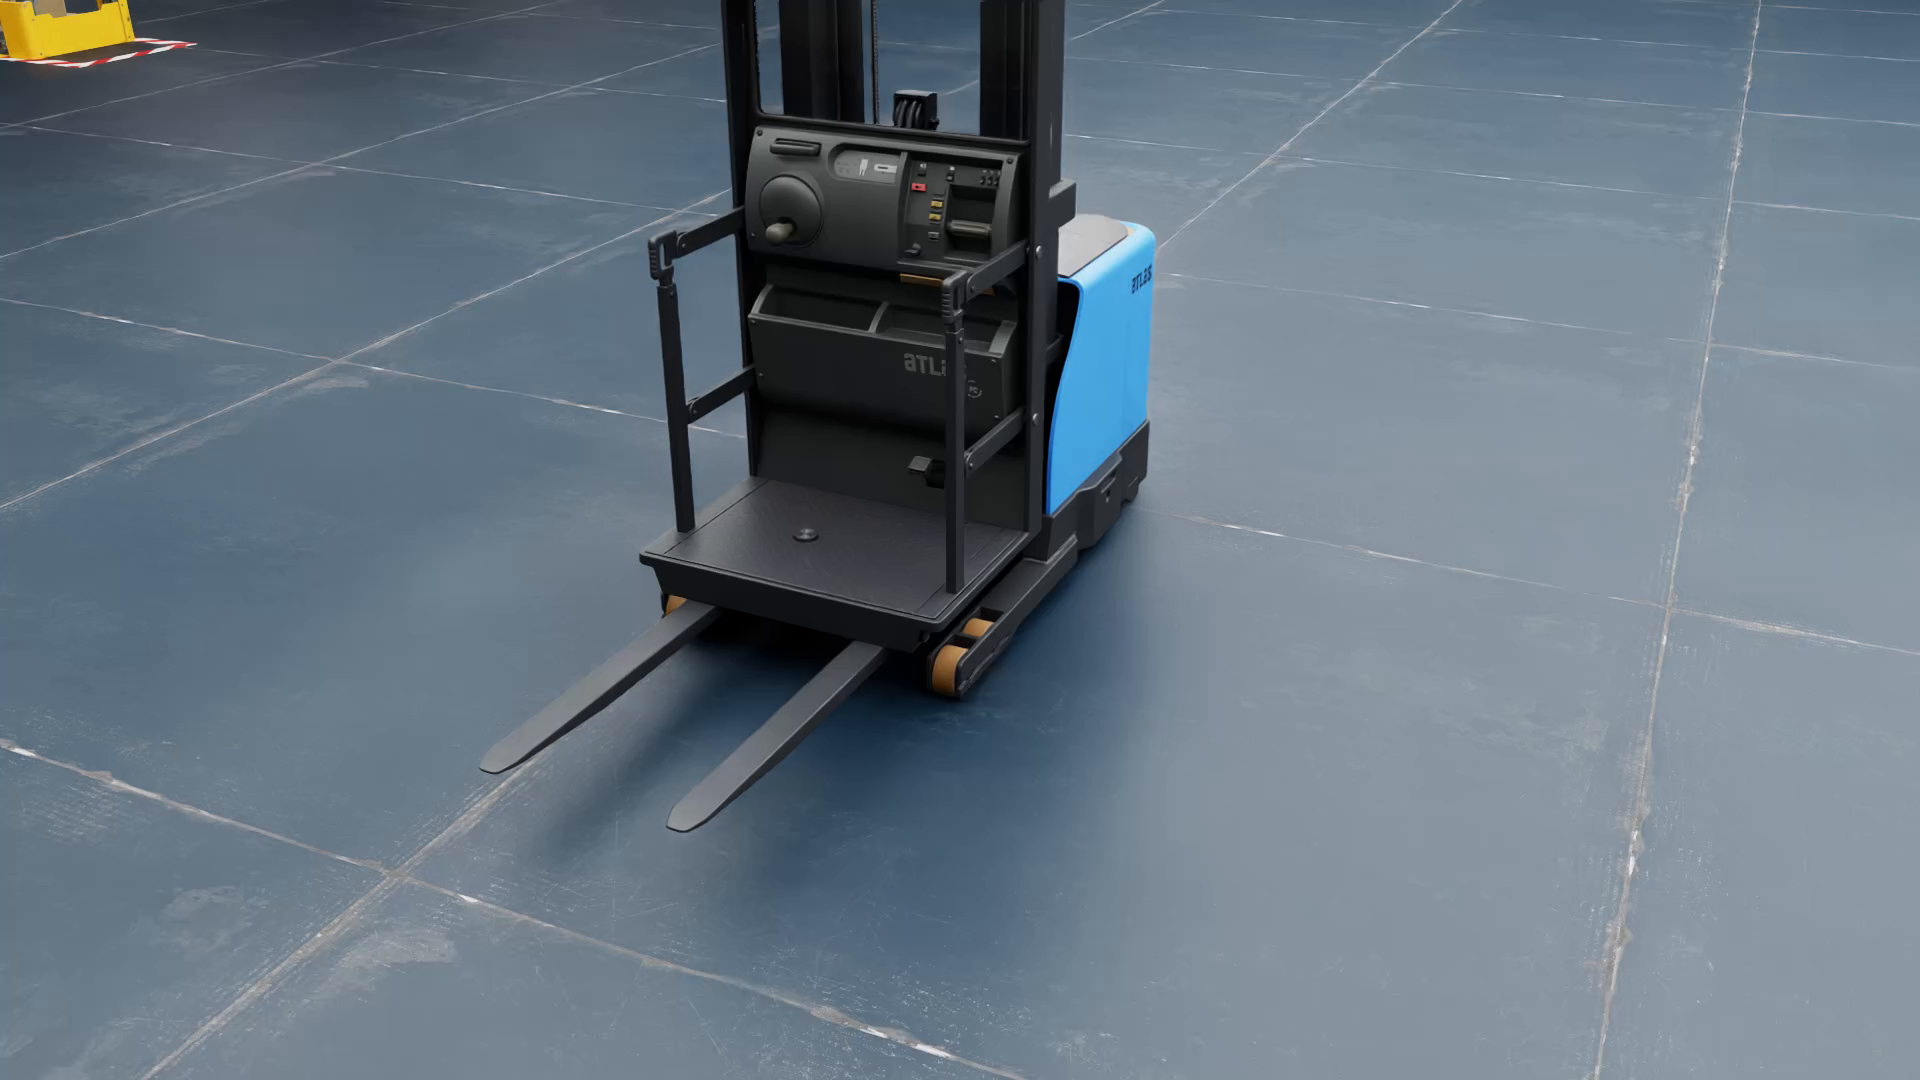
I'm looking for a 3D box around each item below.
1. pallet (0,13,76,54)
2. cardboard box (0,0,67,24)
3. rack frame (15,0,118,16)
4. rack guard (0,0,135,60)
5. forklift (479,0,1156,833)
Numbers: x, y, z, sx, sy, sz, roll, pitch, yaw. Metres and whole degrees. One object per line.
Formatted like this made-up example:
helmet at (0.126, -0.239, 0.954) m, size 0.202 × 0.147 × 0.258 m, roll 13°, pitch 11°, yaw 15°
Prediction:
pallet at (-9.057, -4.879, 15.921) m, size 1.213 × 0.211 × 1.003 m, roll 11°, pitch 28°, yaw 22°
cardboard box at (-8.825, -5.141, 15.651) m, size 0.500 × 0.500 × 0.500 m, roll 17°, pitch 31°, yaw 31°
rack frame at (-8.263, -5.953, 14.946) m, size 0.127 × 3.000 × 1.000 m, roll 11°, pitch 28°, yaw 22°
rack guard at (-8.332, -4.846, 15.527) m, size 0.348 × 0.500 × 1.175 m, roll 11°, pitch 28°, yaw 22°
forklift at (-0.347, -1.038, 5.040) m, size 1.130 × 2.935 × 3.031 m, roll 12°, pitch 29°, yaw 23°
